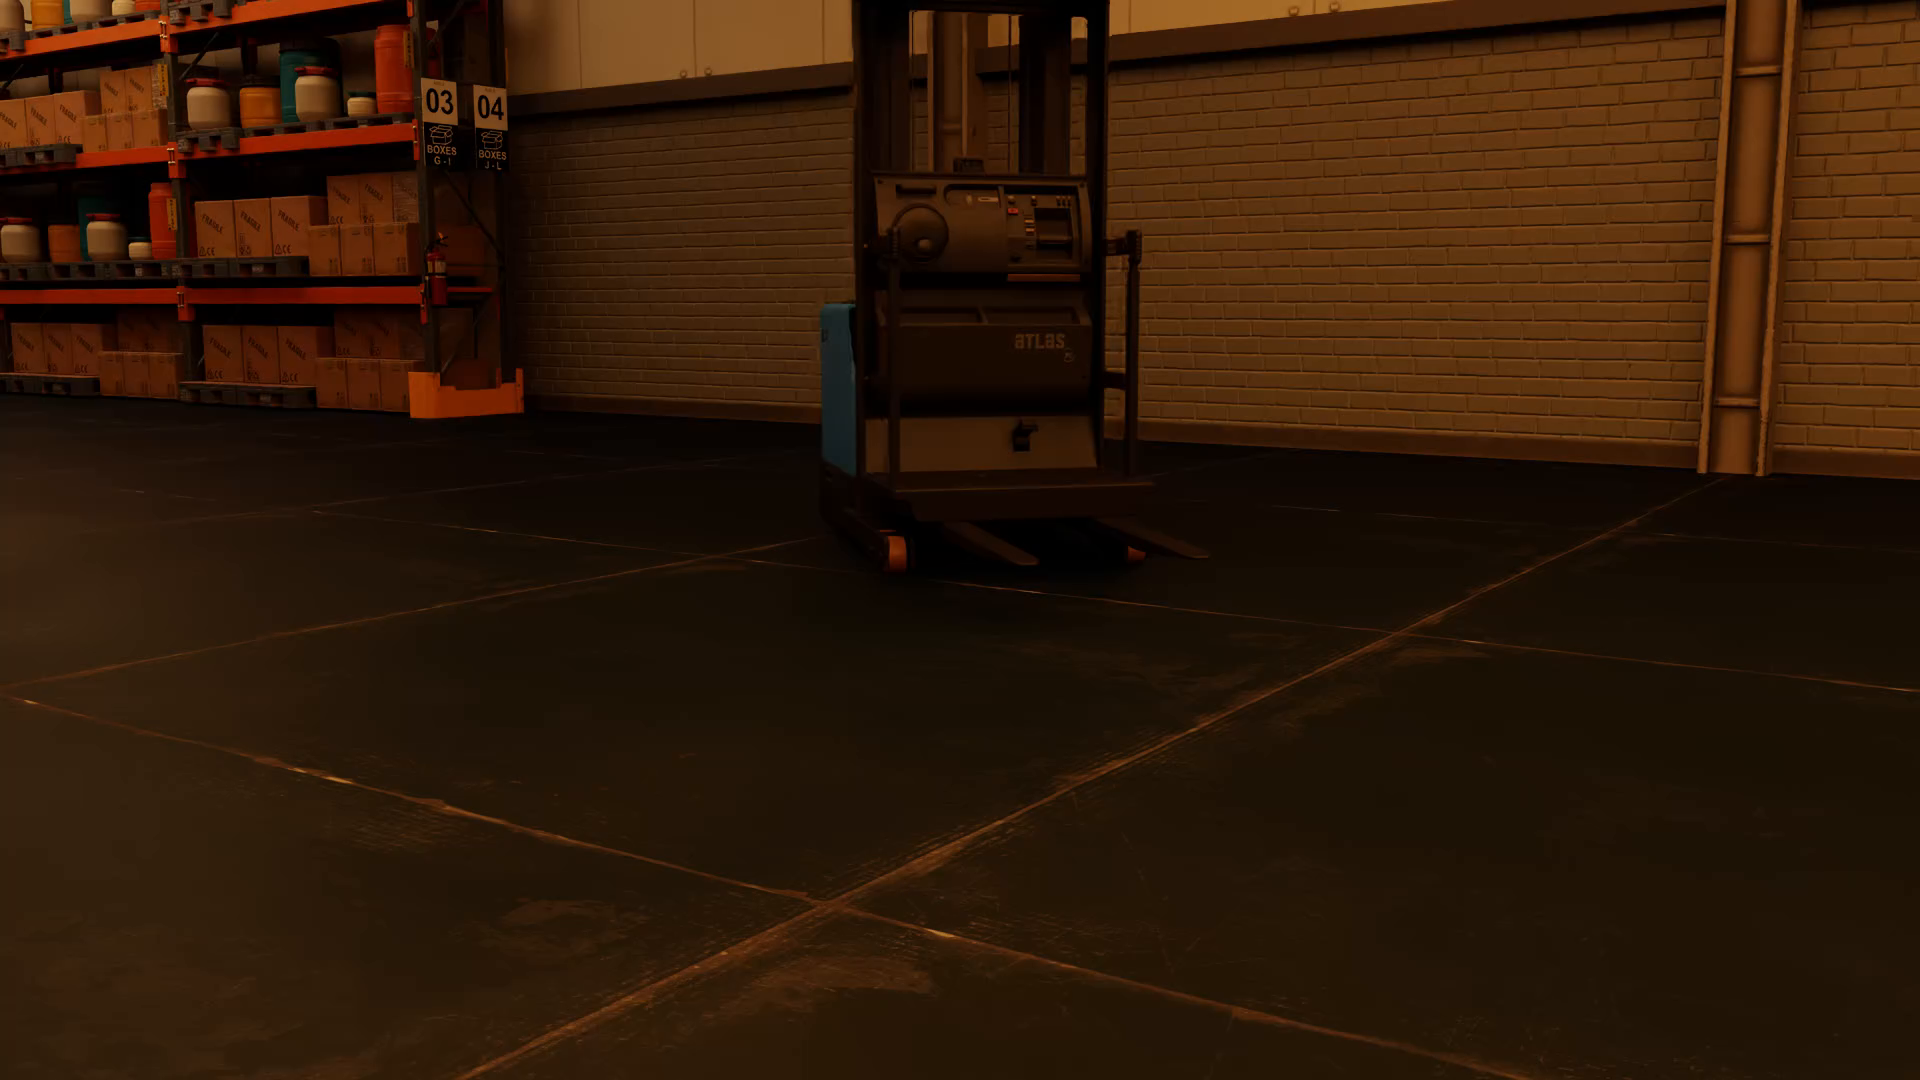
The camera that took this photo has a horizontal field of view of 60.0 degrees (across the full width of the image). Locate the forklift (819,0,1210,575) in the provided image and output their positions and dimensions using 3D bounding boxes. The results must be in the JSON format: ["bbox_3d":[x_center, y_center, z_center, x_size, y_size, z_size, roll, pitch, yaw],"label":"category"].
[{"bbox_3d":[0.154,-1.368,6.811,1.130,2.935,3.031,-2,8,-14],"label":"forklift"}]
